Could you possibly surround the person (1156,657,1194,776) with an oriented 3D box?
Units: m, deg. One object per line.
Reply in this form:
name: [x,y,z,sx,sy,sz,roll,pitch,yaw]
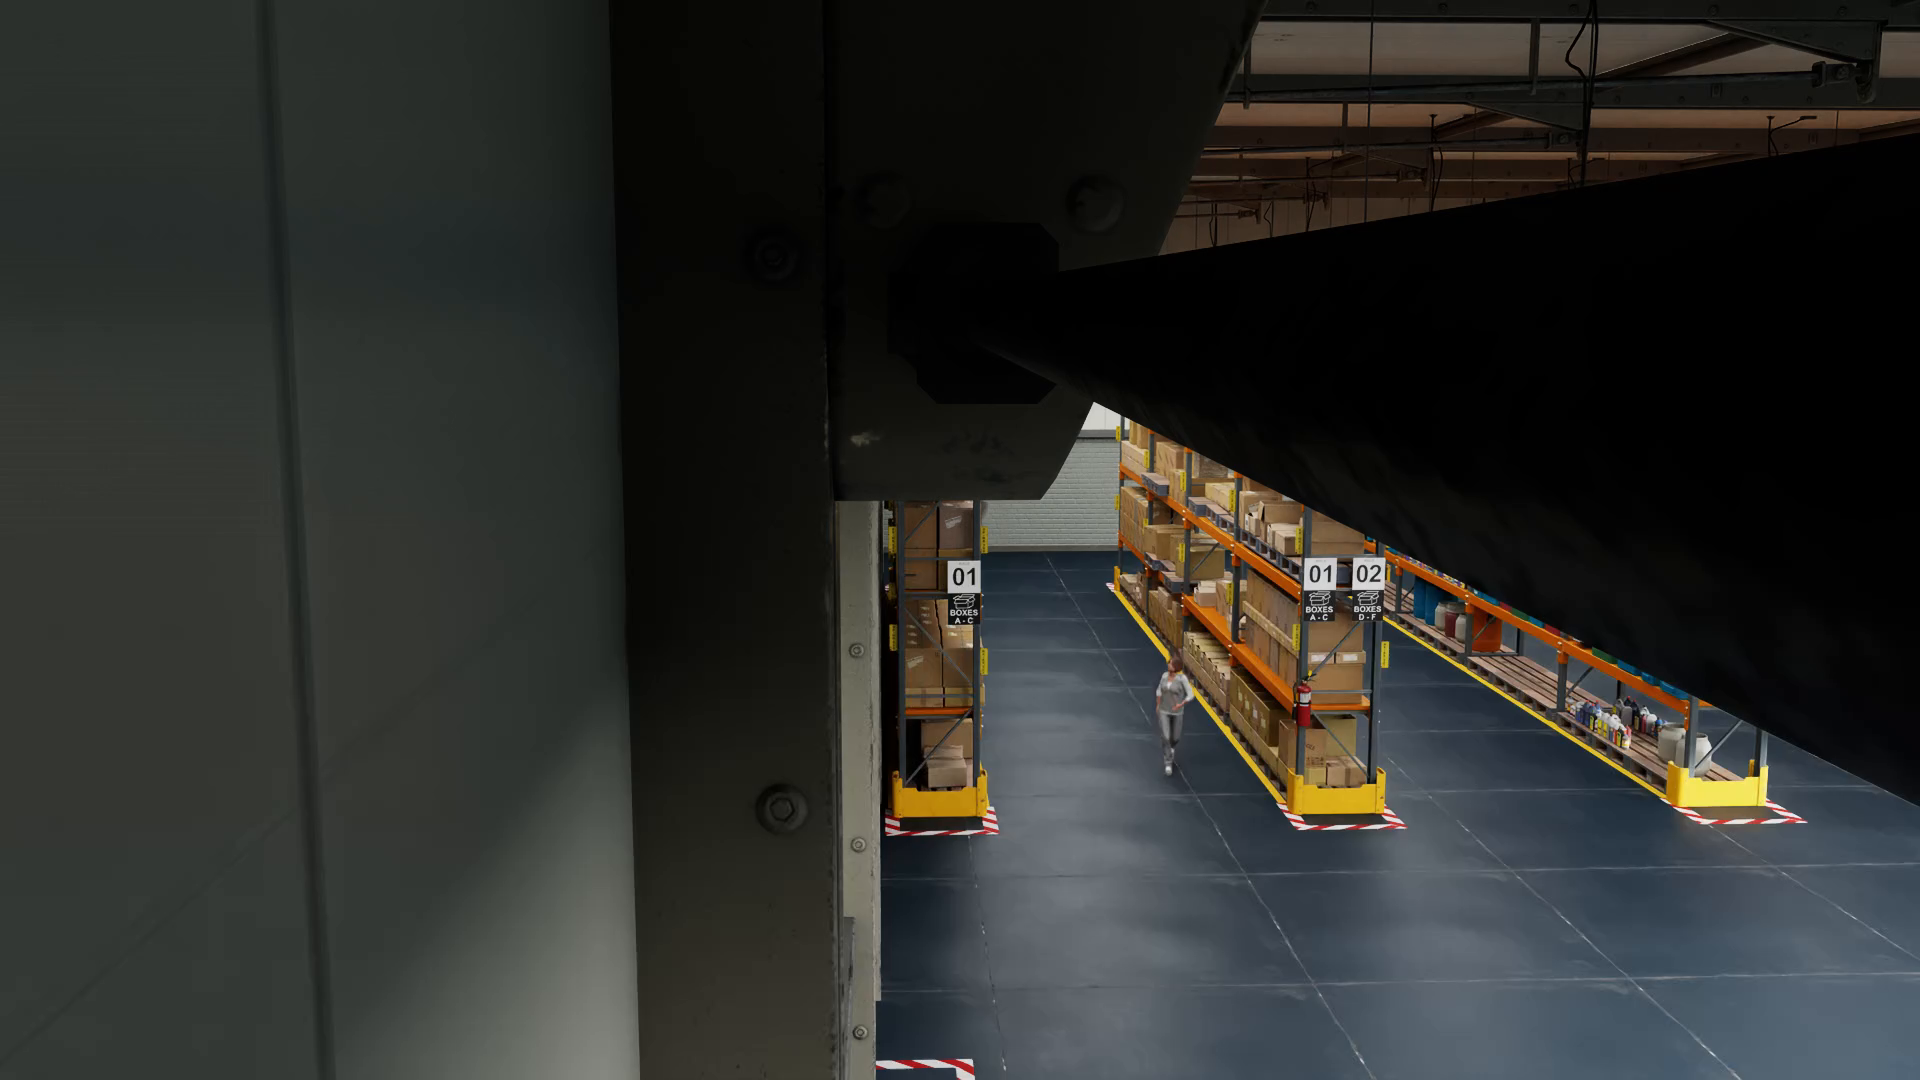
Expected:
person: [2.892,2.391,22.510,0.502,1.498,0.665,0,8,1]
